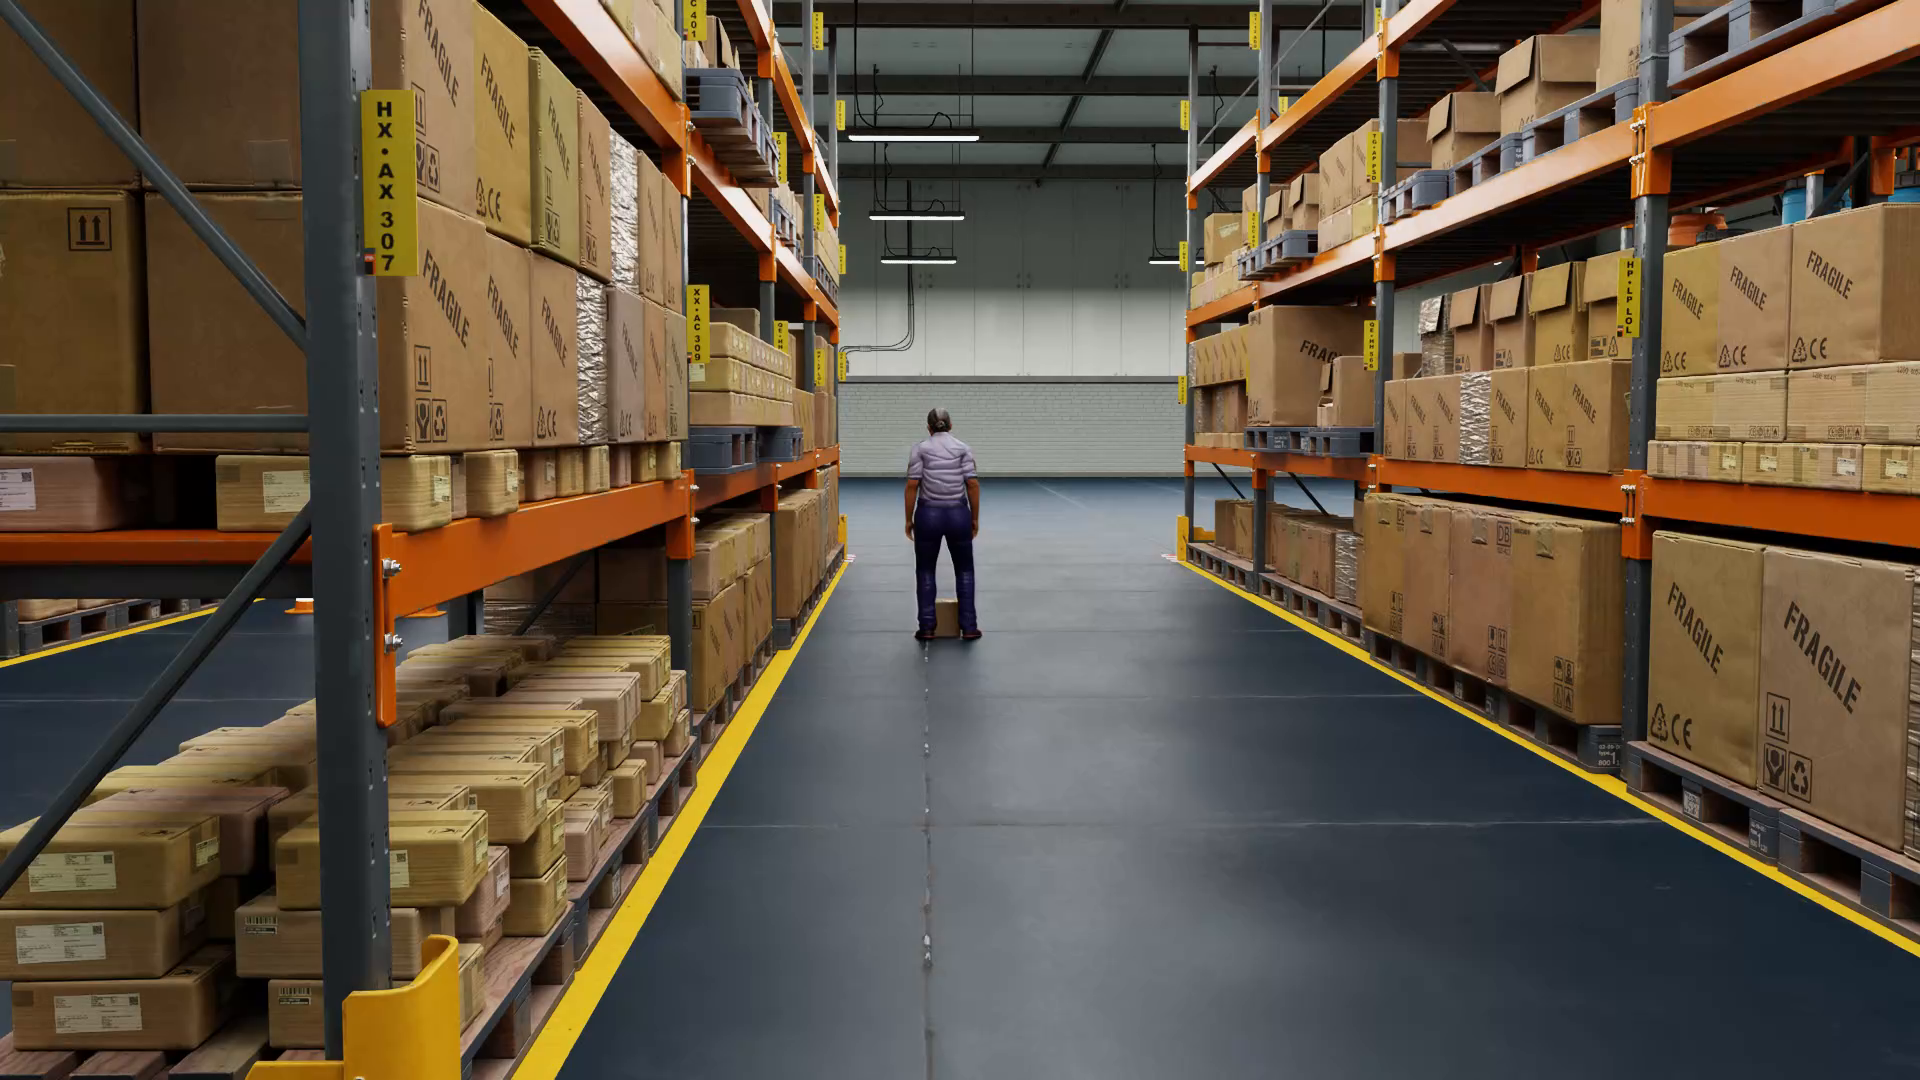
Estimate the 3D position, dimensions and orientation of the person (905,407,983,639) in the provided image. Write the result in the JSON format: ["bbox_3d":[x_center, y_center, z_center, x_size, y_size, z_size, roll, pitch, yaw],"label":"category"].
[{"bbox_3d":[-0.106,-0.119,11.811,0.552,1.653,0.363,0,4,-4],"label":"person"}]
